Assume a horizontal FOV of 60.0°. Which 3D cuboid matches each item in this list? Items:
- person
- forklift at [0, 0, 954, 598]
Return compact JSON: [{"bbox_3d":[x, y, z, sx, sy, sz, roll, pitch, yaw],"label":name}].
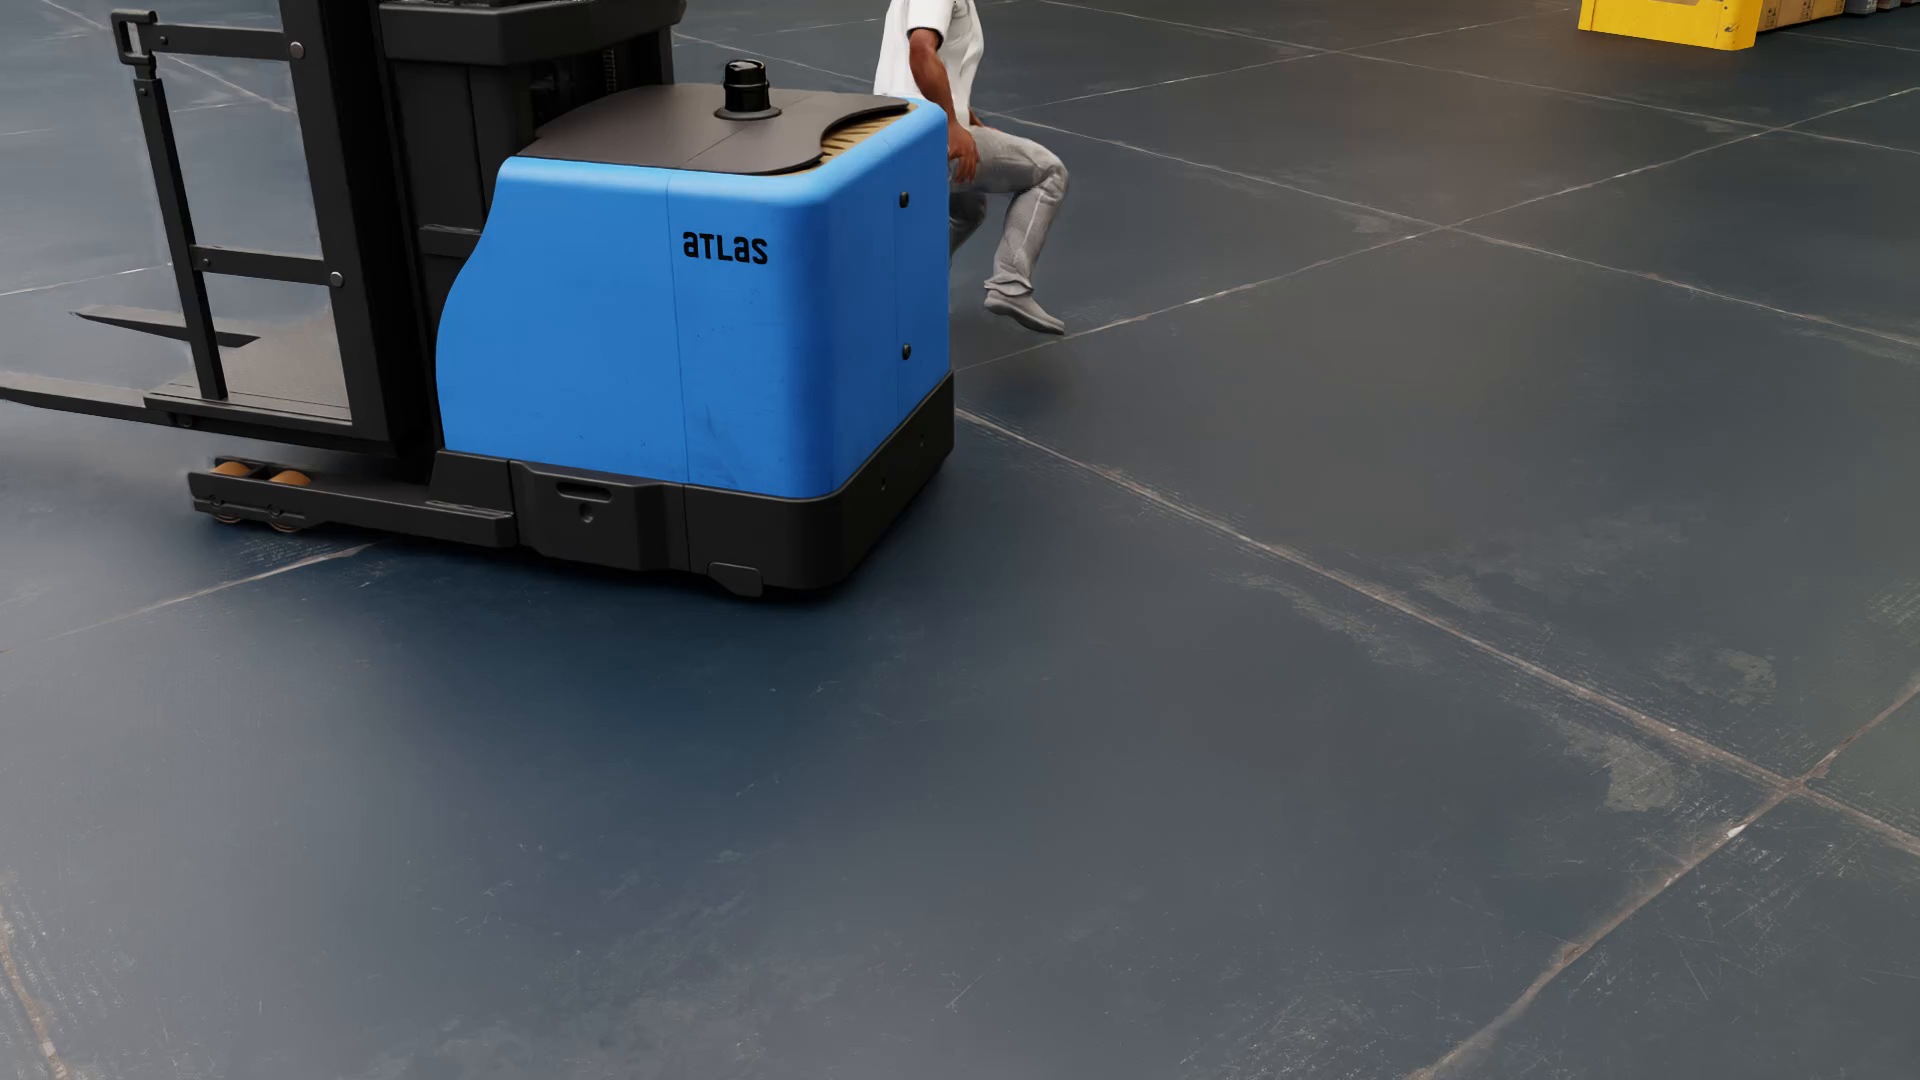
[{"bbox_3d":[0.032,-1.390,5.657,0.693,1.521,0.841,-11,29,-22],"label":"person"},{"bbox_3d":[-1.592,-1.545,4.317,3.031,2.935,1.130,8,28,16],"label":"forklift"}]
